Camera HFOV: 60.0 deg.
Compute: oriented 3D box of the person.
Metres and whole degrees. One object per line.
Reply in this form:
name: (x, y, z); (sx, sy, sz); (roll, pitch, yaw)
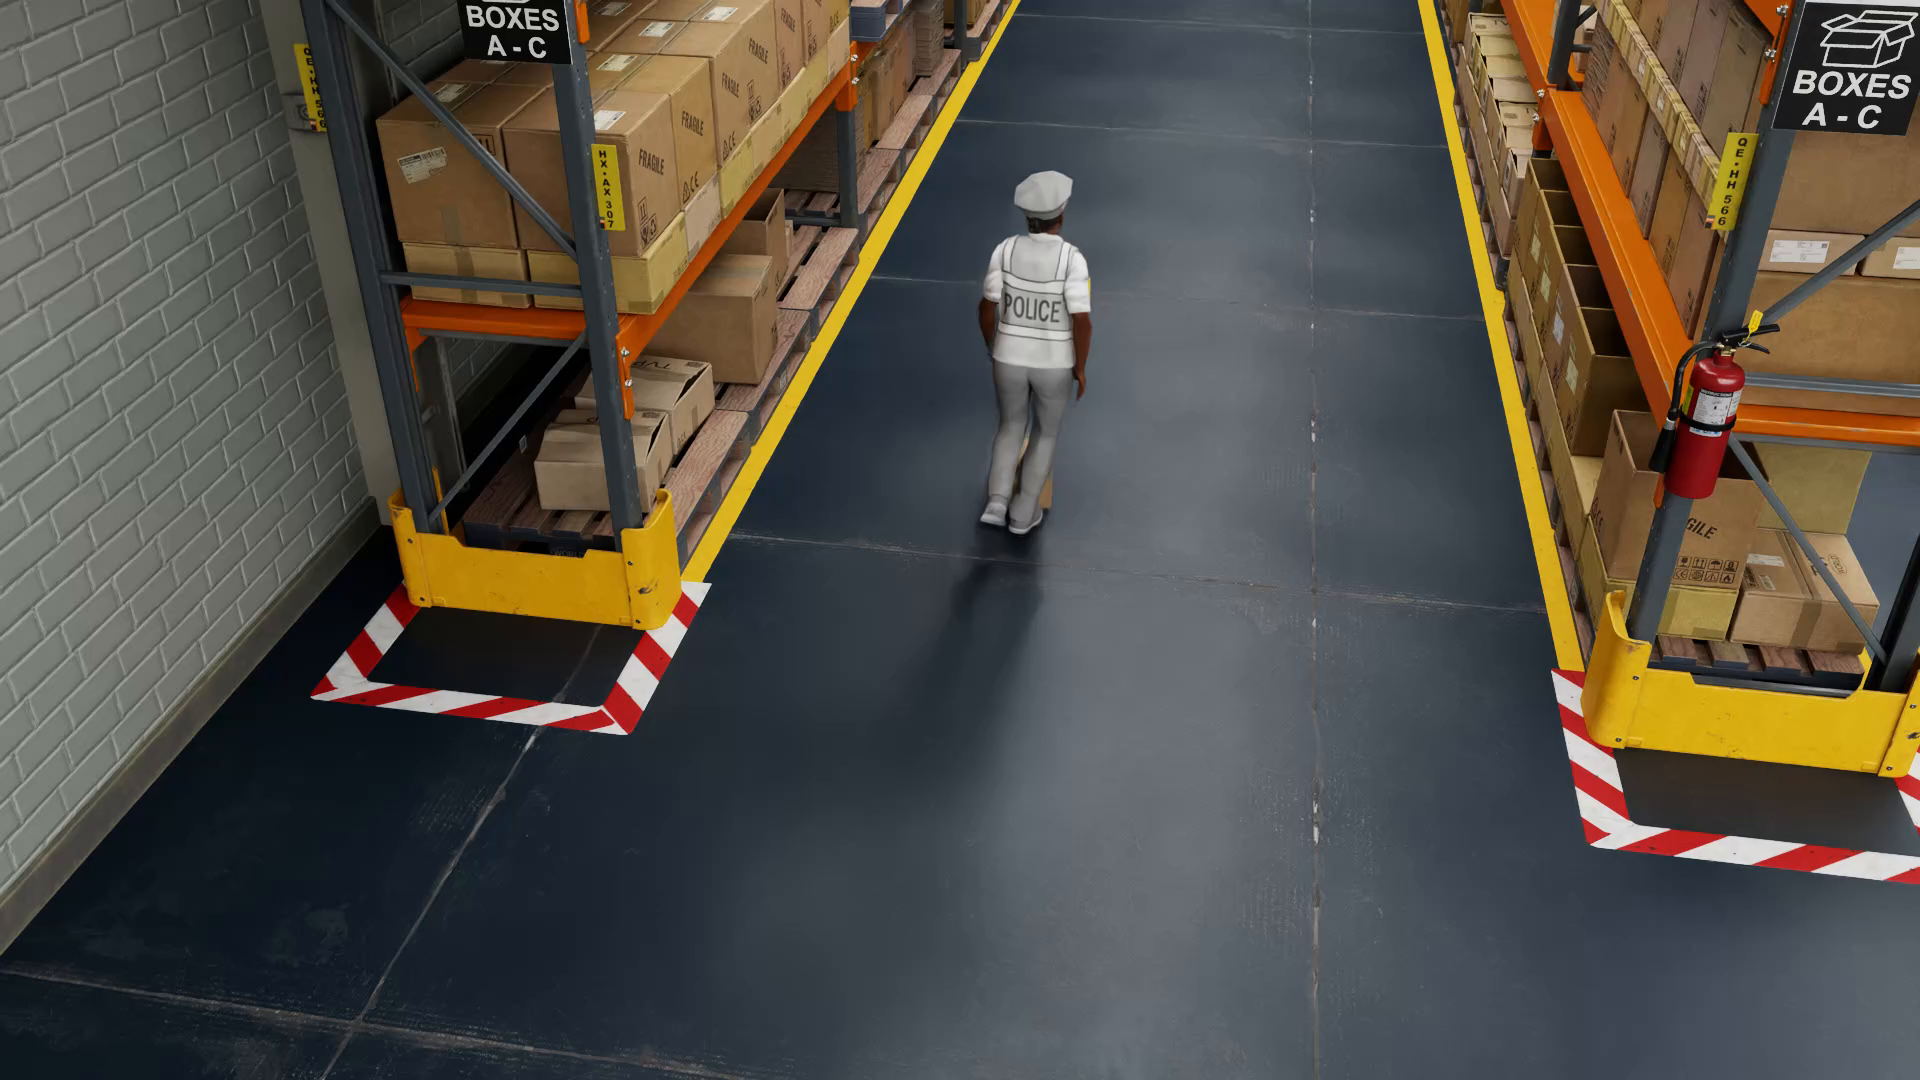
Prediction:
person: (0.318, -0.748, 7.308); (0.522, 1.662, 0.542); (9, 34, 13)
